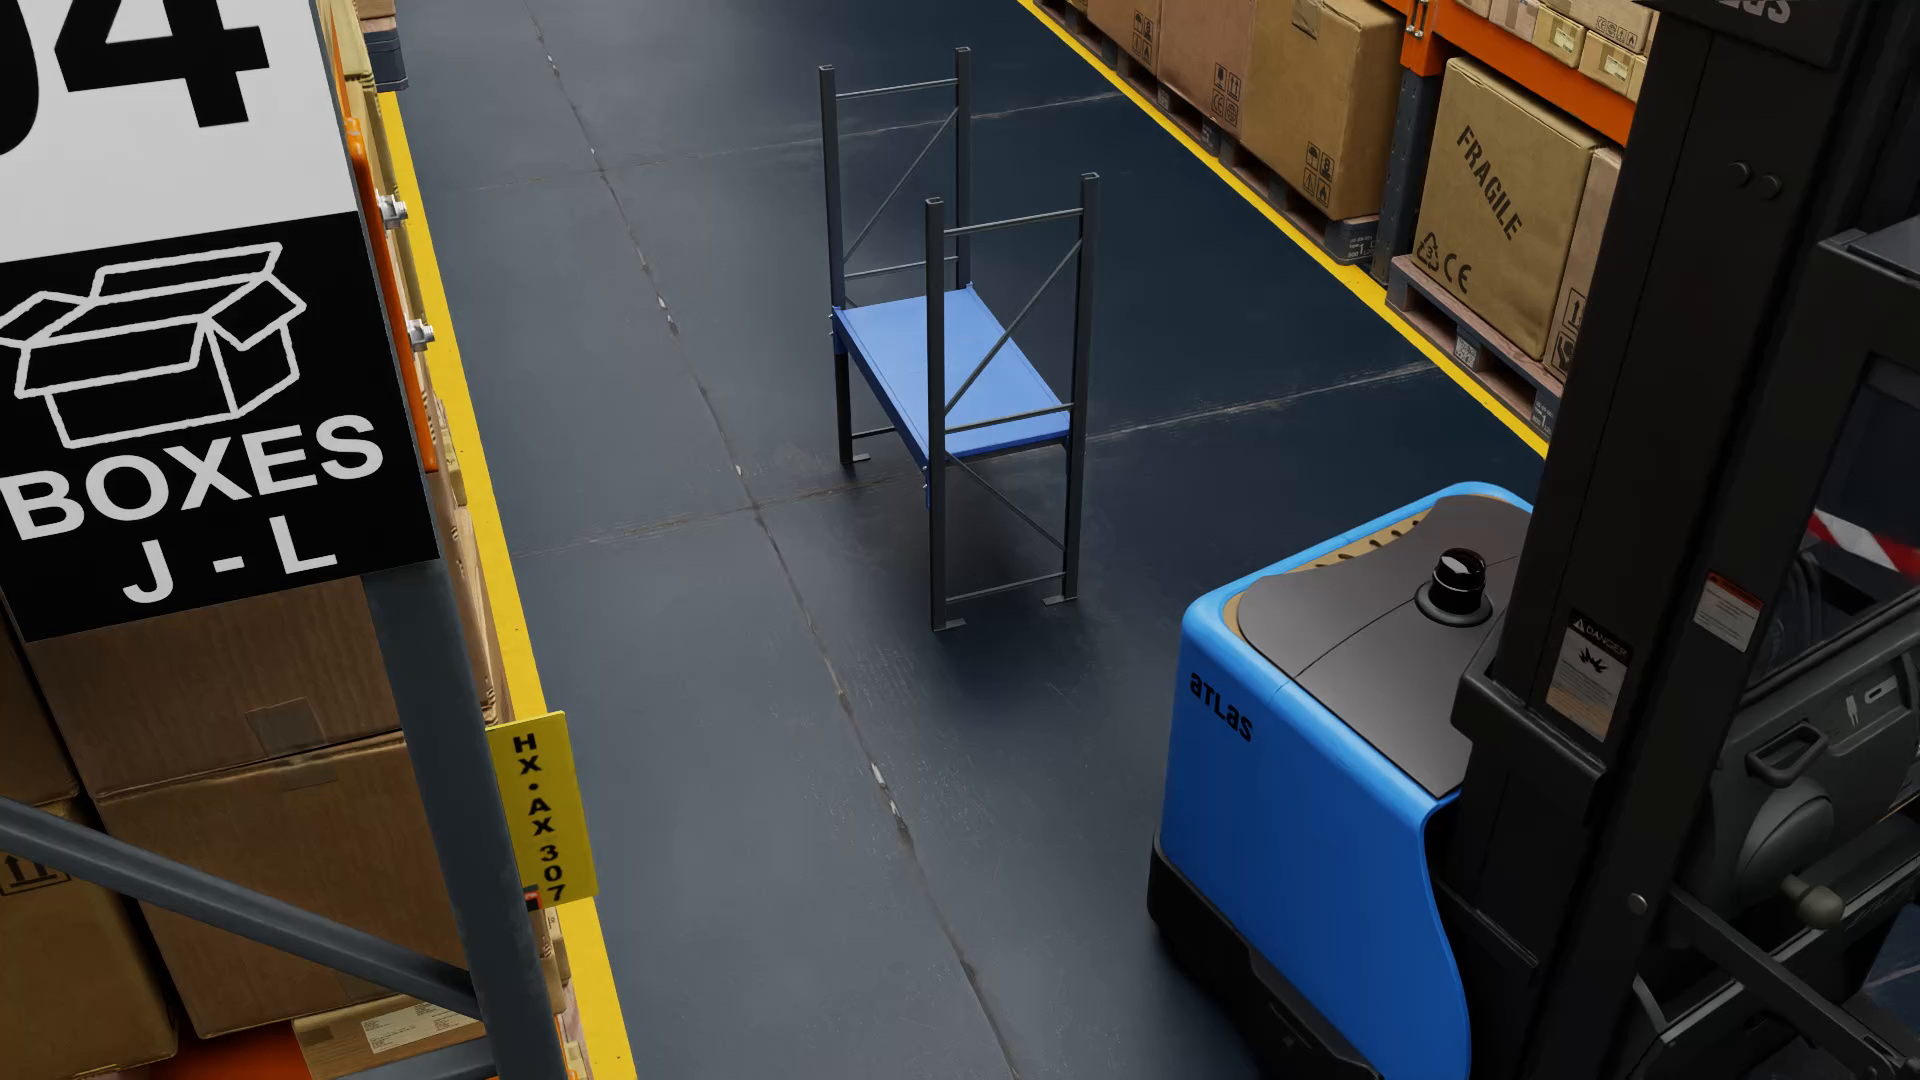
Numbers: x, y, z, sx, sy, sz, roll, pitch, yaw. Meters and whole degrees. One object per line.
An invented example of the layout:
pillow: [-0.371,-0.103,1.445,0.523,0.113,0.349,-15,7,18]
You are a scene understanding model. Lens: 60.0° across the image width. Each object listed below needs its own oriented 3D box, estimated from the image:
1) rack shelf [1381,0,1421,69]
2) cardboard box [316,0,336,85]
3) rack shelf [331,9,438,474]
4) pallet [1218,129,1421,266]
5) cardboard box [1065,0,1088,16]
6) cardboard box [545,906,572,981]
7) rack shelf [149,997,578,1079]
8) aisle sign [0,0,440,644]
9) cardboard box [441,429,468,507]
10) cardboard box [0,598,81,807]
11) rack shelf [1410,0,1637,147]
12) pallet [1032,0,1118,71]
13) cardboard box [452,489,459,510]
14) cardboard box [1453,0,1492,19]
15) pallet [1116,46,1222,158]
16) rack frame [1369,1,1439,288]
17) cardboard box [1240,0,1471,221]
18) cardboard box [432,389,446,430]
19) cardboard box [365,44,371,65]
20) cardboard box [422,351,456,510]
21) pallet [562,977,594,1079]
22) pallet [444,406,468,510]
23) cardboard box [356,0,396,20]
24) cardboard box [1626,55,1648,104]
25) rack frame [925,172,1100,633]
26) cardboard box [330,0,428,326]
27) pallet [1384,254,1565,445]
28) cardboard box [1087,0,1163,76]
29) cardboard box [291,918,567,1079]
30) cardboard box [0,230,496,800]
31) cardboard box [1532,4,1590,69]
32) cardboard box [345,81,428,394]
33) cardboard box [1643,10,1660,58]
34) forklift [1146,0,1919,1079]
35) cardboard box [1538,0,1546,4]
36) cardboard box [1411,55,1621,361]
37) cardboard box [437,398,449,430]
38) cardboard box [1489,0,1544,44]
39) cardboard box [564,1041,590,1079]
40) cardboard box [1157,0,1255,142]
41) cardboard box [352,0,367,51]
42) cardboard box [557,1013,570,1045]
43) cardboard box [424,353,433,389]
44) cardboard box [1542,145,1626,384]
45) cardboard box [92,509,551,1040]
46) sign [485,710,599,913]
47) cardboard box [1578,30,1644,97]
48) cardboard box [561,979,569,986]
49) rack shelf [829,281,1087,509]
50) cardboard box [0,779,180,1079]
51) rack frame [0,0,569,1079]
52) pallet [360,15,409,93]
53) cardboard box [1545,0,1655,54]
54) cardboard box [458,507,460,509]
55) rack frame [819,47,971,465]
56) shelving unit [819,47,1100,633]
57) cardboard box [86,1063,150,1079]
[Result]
rack shelf: [1.596,-3.268,8.194,1.077,0.370,4.000,-12,39,-16]
cardboard box: [-0.946,-0.641,1.740,0.500,0.250,0.500,-11,38,-14]
rack shelf: [-1.720,-1.237,3.004,1.077,0.370,4.000,-12,39,-16]
pallet: [1.948,-1.732,7.874,1.003,0.211,1.213,-12,39,-16]
cardboard box: [1.125,-3.610,9.467,1.225,0.875,0.875,-14,39,-18]
cardboard box: [-1.067,0.871,3.627,0.380,0.149,0.250,-13,39,-16]
rack shelf: [-1.720,-0.039,3.906,1.077,0.370,4.000,-12,39,-16]
aisle sign: [-0.725,-0.256,1.435,0.394,0.787,0.004,-12,39,-16]
cardboard box: [-1.787,-0.194,5.287,0.380,0.149,0.250,-14,39,-18]
cardboard box: [-1.422,0.039,2.044,0.500,0.500,0.500,-13,39,-17]
rack shelf: [2.972,-1.009,5.194,1.077,0.370,4.000,-12,39,-16]
pallet: [1.108,-3.111,9.704,1.003,0.211,1.213,-12,39,-16]
cardboard box: [-1.627,-0.004,4.788,0.380,0.149,0.250,-14,39,-18]
cardboard box: [2.073,-2.090,6.240,0.380,0.149,0.250,-12,39,-16]
pallet: [1.524,-2.423,8.791,1.003,0.211,1.213,-12,39,-16]
rack frame: [2.284,-2.426,6.477,1.000,3.000,0.127,-12,39,-16]
cardboard box: [2.045,-2.102,7.465,1.225,0.875,0.875,-12,39,-16]
cardboard box: [-1.896,-0.341,5.483,0.380,0.149,0.250,-14,39,-18]
cardboard box: [-1.798,-1.106,4.395,0.500,0.500,0.500,-13,39,-17]
cardboard box: [-1.291,-0.242,3.248,0.500,0.500,0.500,-12,39,-15]
pallet: [-1.304,1.408,3.705,1.003,0.211,1.213,-12,39,-16]
pallet: [-2.143,0.030,5.535,1.003,0.211,1.213,-12,39,-16]
cardboard box: [-2.112,-1.841,5.561,0.380,0.149,0.250,-14,39,-18]
cardboard box: [2.435,-1.500,5.457,0.380,0.149,0.250,-13,39,-17]
rack frame: [0.146,-0.360,4.981,0.500,1.500,0.032,-12,39,-16]
cardboard box: [-1.274,-0.645,2.952,0.500,0.500,0.500,-13,39,-17]
pallet: [2.472,-0.866,6.725,1.003,0.211,1.213,-12,39,-16]
cardboard box: [1.425,-3.105,8.796,1.225,0.875,0.875,-12,39,-16]
cardboard box: [-0.835,0.653,2.599,0.380,0.149,0.250,-13,39,-16]
cardboard box: [-0.937,-0.063,2.179,0.500,0.500,0.500,-13,39,-16]
cardboard box: [2.255,-1.792,5.845,0.380,0.149,0.250,-11,38,-14]
cardboard box: [-1.116,-0.347,2.556,0.500,0.500,0.500,-11,38,-15]
cardboard box: [2.550,-1.592,5.247,0.500,0.250,0.500,-12,38,-15]
forklift: [1.712,0.418,2.759,1.130,2.935,3.031,-21,42,-26]
cardboard box: [2.200,-2.165,6.009,0.500,0.250,0.500,-13,39,-17]
cardboard box: [2.436,-1.355,6.473,0.875,0.875,0.875,-12,39,-16]
cardboard box: [-1.953,-0.334,5.721,0.380,0.149,0.250,-12,39,-15]
cardboard box: [2.164,-1.941,6.043,0.380,0.149,0.250,-14,39,-17]
cardboard box: [-0.893,1.171,3.229,0.380,0.149,0.250,-14,39,-18]
cardboard box: [1.737,-2.607,8.135,1.225,0.875,0.875,-14,39,-18]
cardboard box: [-1.453,-0.932,3.333,0.500,0.500,0.500,-14,39,-17]
cardboard box: [-1.012,1.140,3.516,0.380,0.149,0.250,-13,39,-16]
cardboard box: [-2.001,-0.492,5.683,0.380,0.149,0.250,-12,39,-15]
cardboard box: [2.746,-0.847,5.798,0.875,0.875,0.875,-12,39,-16]
cardboard box: [-0.926,0.334,2.483,0.500,0.500,0.500,-11,38,-14]
sign: [-0.522,0.345,2.079,0.100,0.325,0.005,-12,39,-16]
cardboard box: [2.347,-1.644,5.649,0.380,0.149,0.250,-13,39,-17]
cardboard box: [-1.155,0.975,3.982,0.380,0.149,0.250,-12,39,-15]
rack shelf: [-0.029,-0.504,5.471,0.538,0.185,1.000,-12,39,-16]
cardboard box: [-1.428,0.444,2.337,0.500,0.500,0.500,-12,39,-15]
rack frame: [-1.028,0.803,2.191,0.949,2.616,0.053,-12,39,-16]
pallet: [-2.534,-1.841,5.861,1.003,0.211,1.213,-12,39,-16]
cardboard box: [2.366,-1.883,5.634,0.500,0.250,0.500,-13,39,-16]
cardboard box: [-1.791,-0.034,5.322,0.380,0.149,0.250,-14,39,-17]
rack frame: [-0.204,-0.934,5.744,0.500,1.500,0.032,-12,39,-16]
shelving unit: [-0.029,-0.647,5.363,0.538,1.500,1.048,-12,39,-16]
cardboard box: [-1.409,0.778,2.432,0.380,0.149,0.250,-12,39,-16]
